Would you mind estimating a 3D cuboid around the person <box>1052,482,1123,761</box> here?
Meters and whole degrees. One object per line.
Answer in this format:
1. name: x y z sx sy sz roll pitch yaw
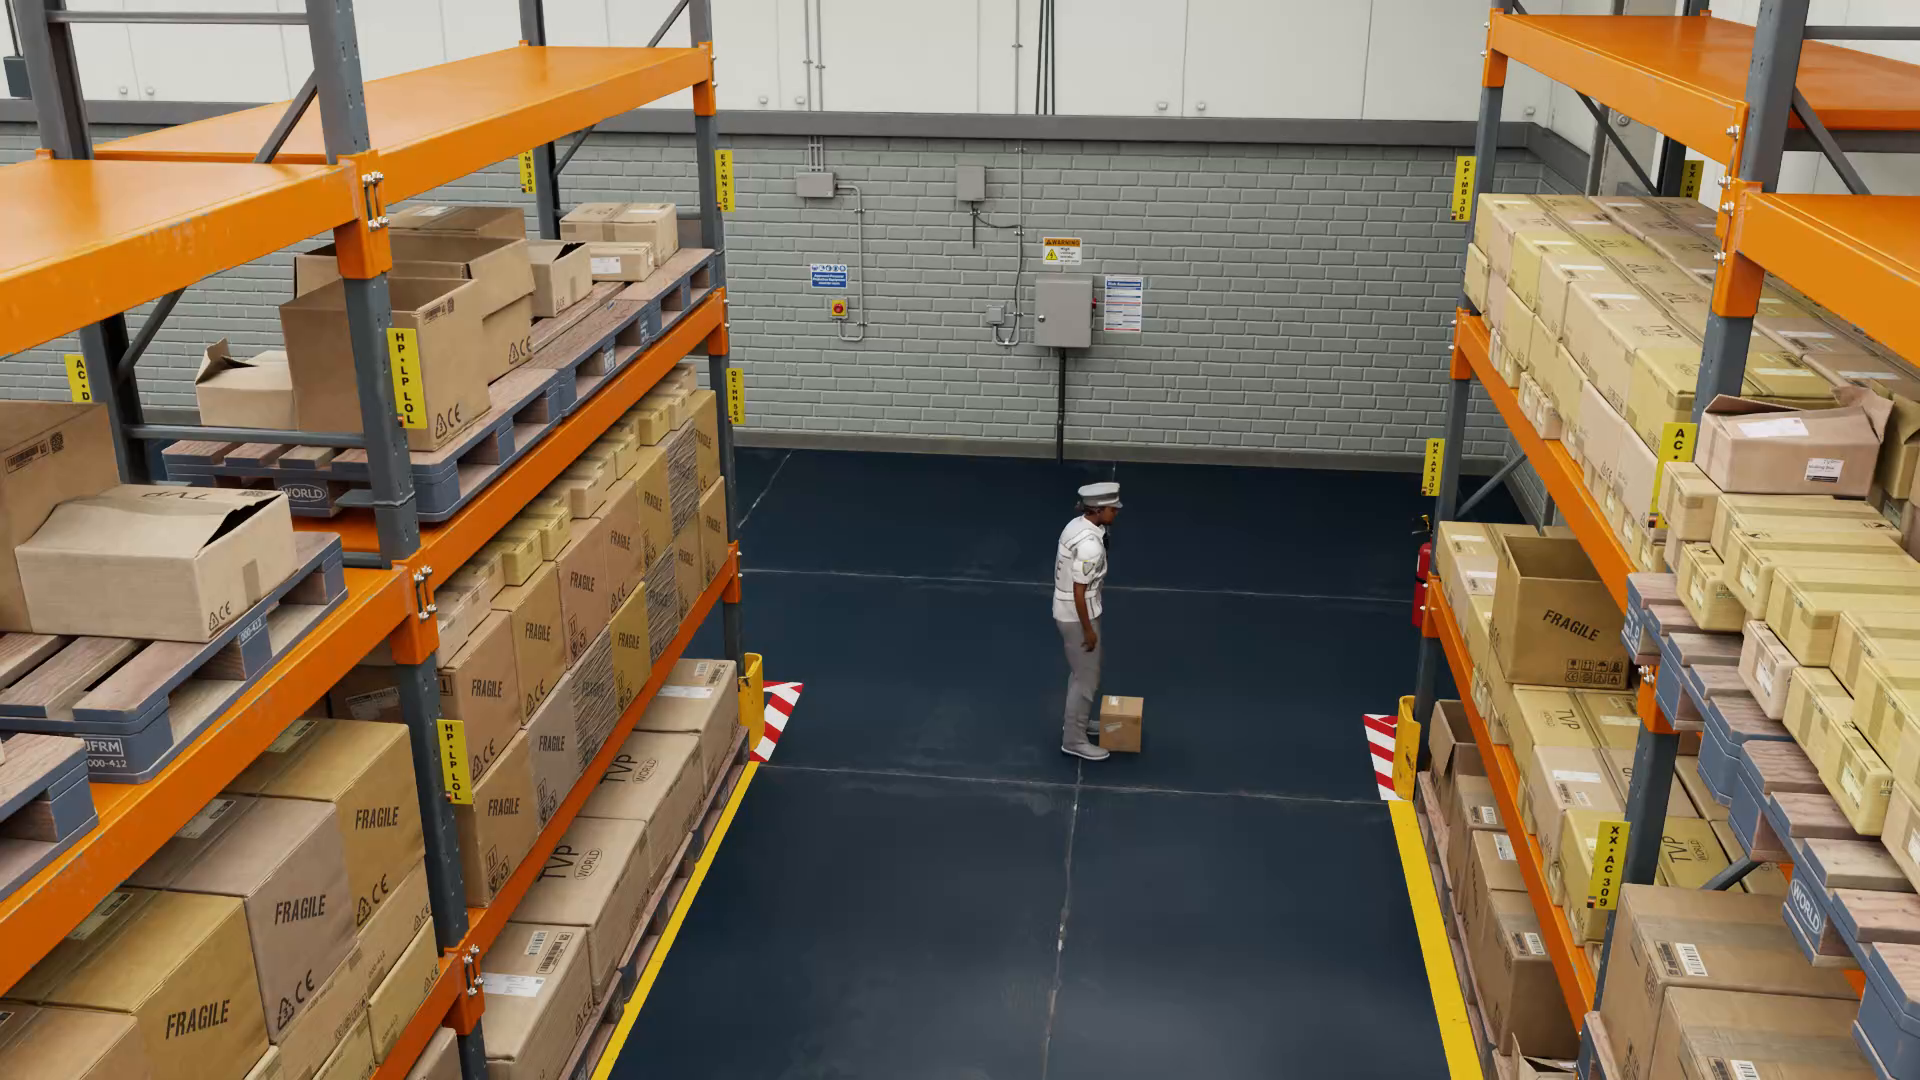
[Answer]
1. person: 0.747 0.461 9.905 0.395 1.658 0.523 1 21 3
